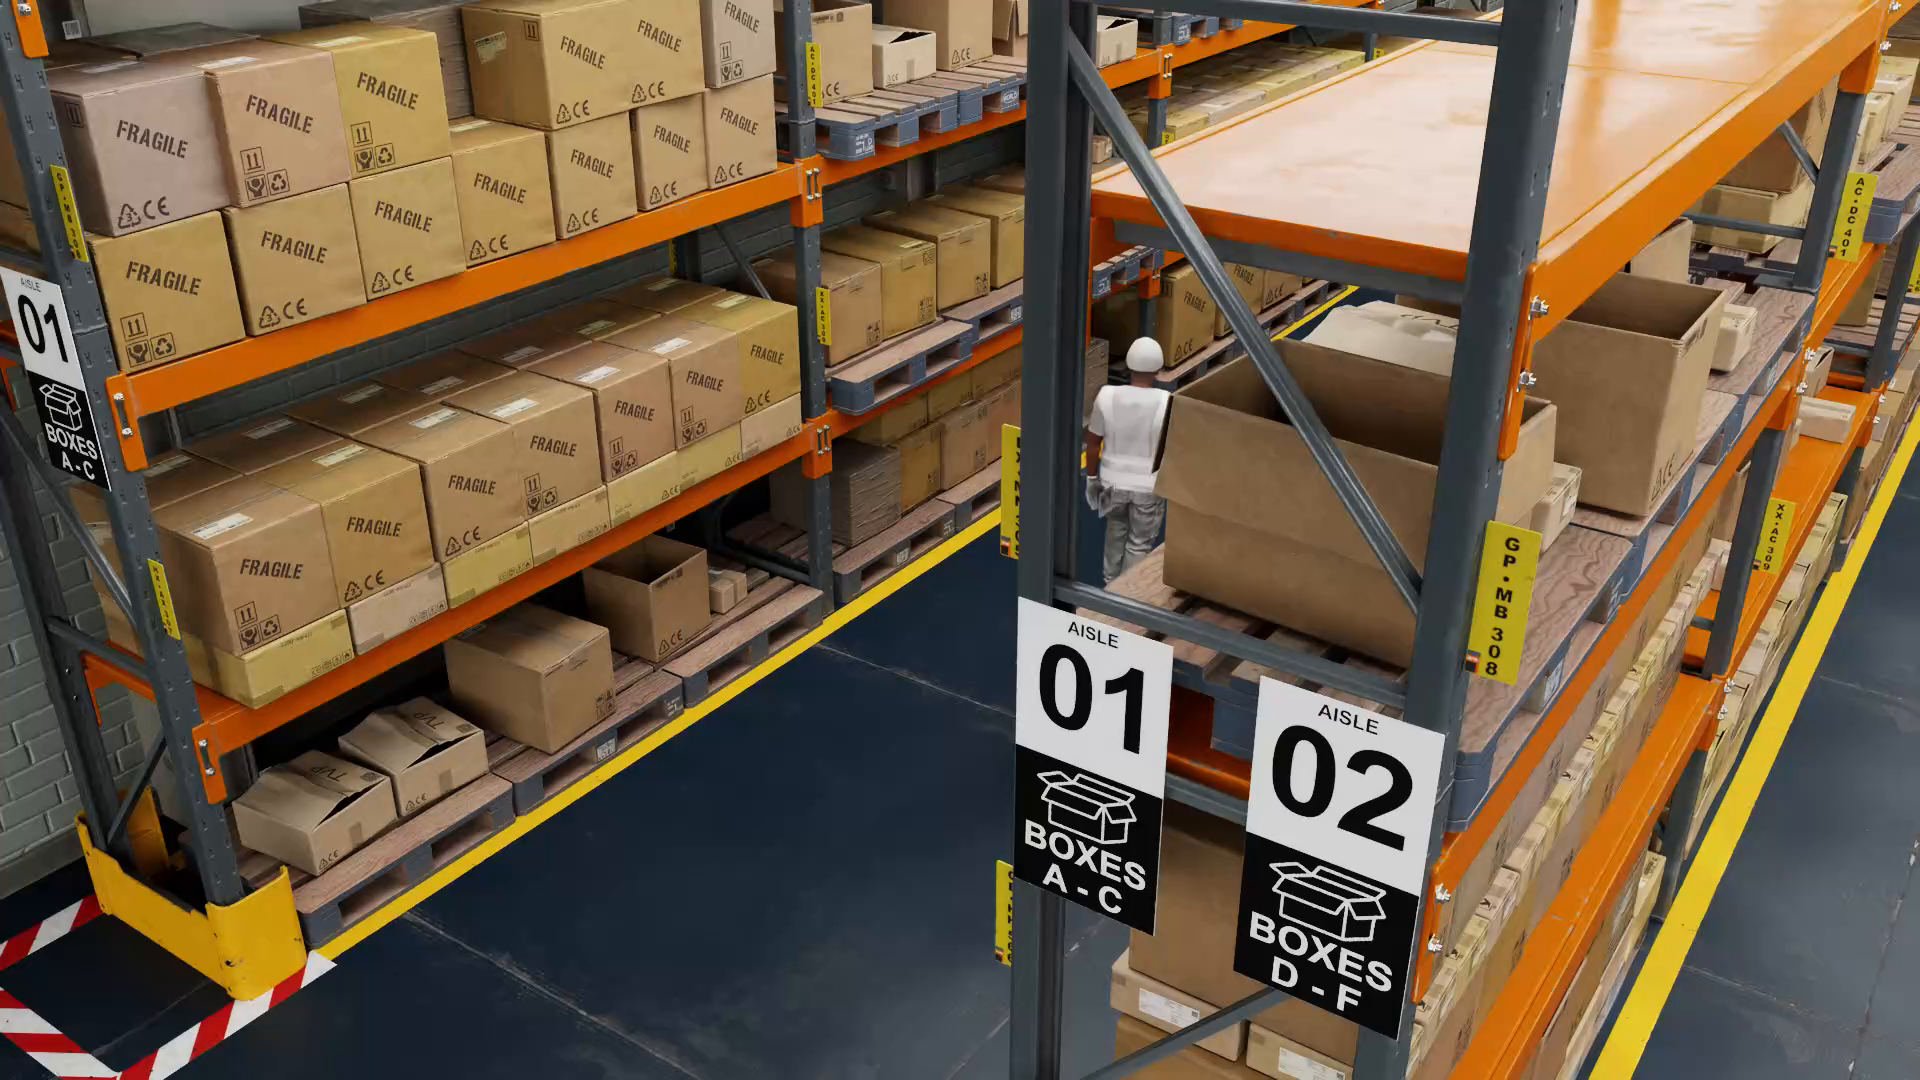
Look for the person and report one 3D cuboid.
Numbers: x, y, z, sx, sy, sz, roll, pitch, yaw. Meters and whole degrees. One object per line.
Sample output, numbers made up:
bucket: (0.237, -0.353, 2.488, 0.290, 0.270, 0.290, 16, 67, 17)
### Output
person: (1.054, -0.341, 9.843, 0.565, 1.835, 0.667, 10, 28, 18)
